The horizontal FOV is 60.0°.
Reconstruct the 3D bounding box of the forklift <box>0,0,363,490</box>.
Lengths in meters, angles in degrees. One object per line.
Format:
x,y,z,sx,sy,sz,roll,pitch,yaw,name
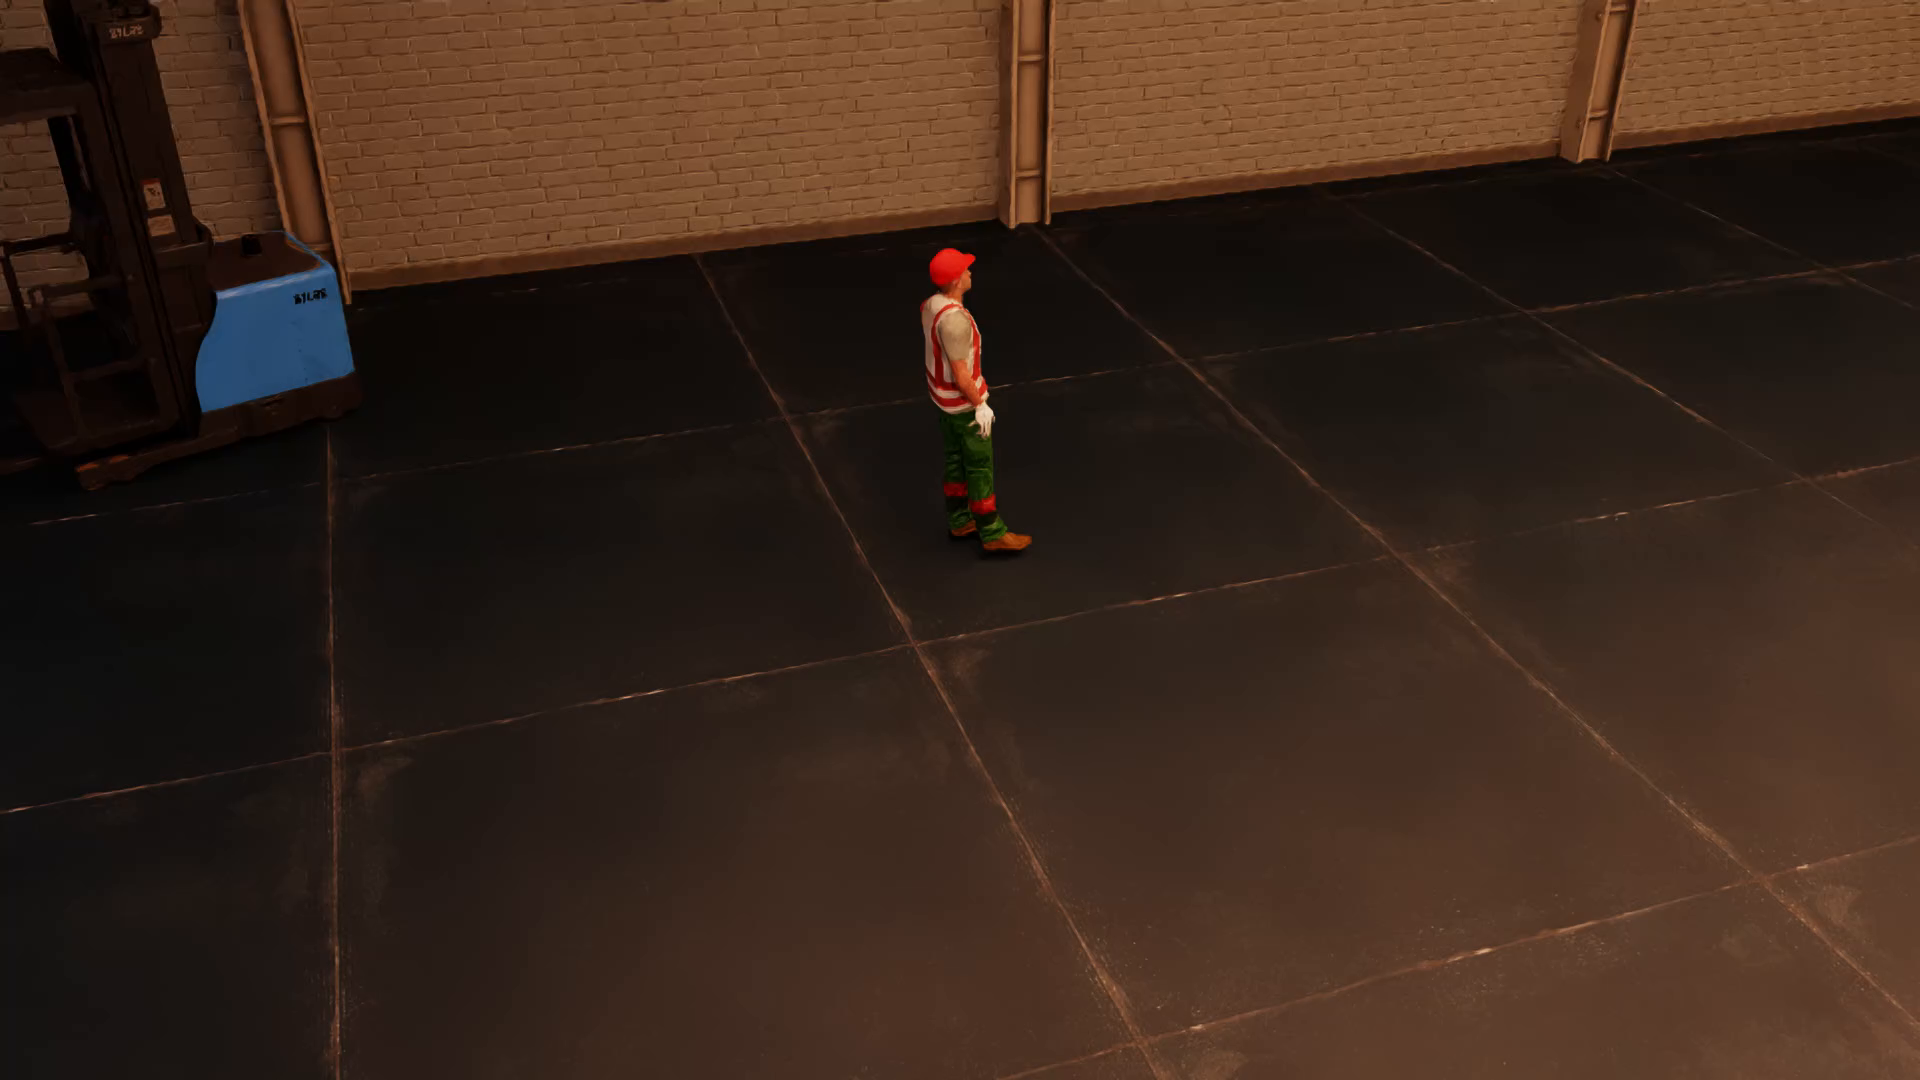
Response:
-5.612,-1.887,10.366,3.031,2.935,1.130,-22,36,-33,forklift

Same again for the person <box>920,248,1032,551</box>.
0.080,-0.823,9.570,0.563,1.787,0.637,-10,31,-16,person
